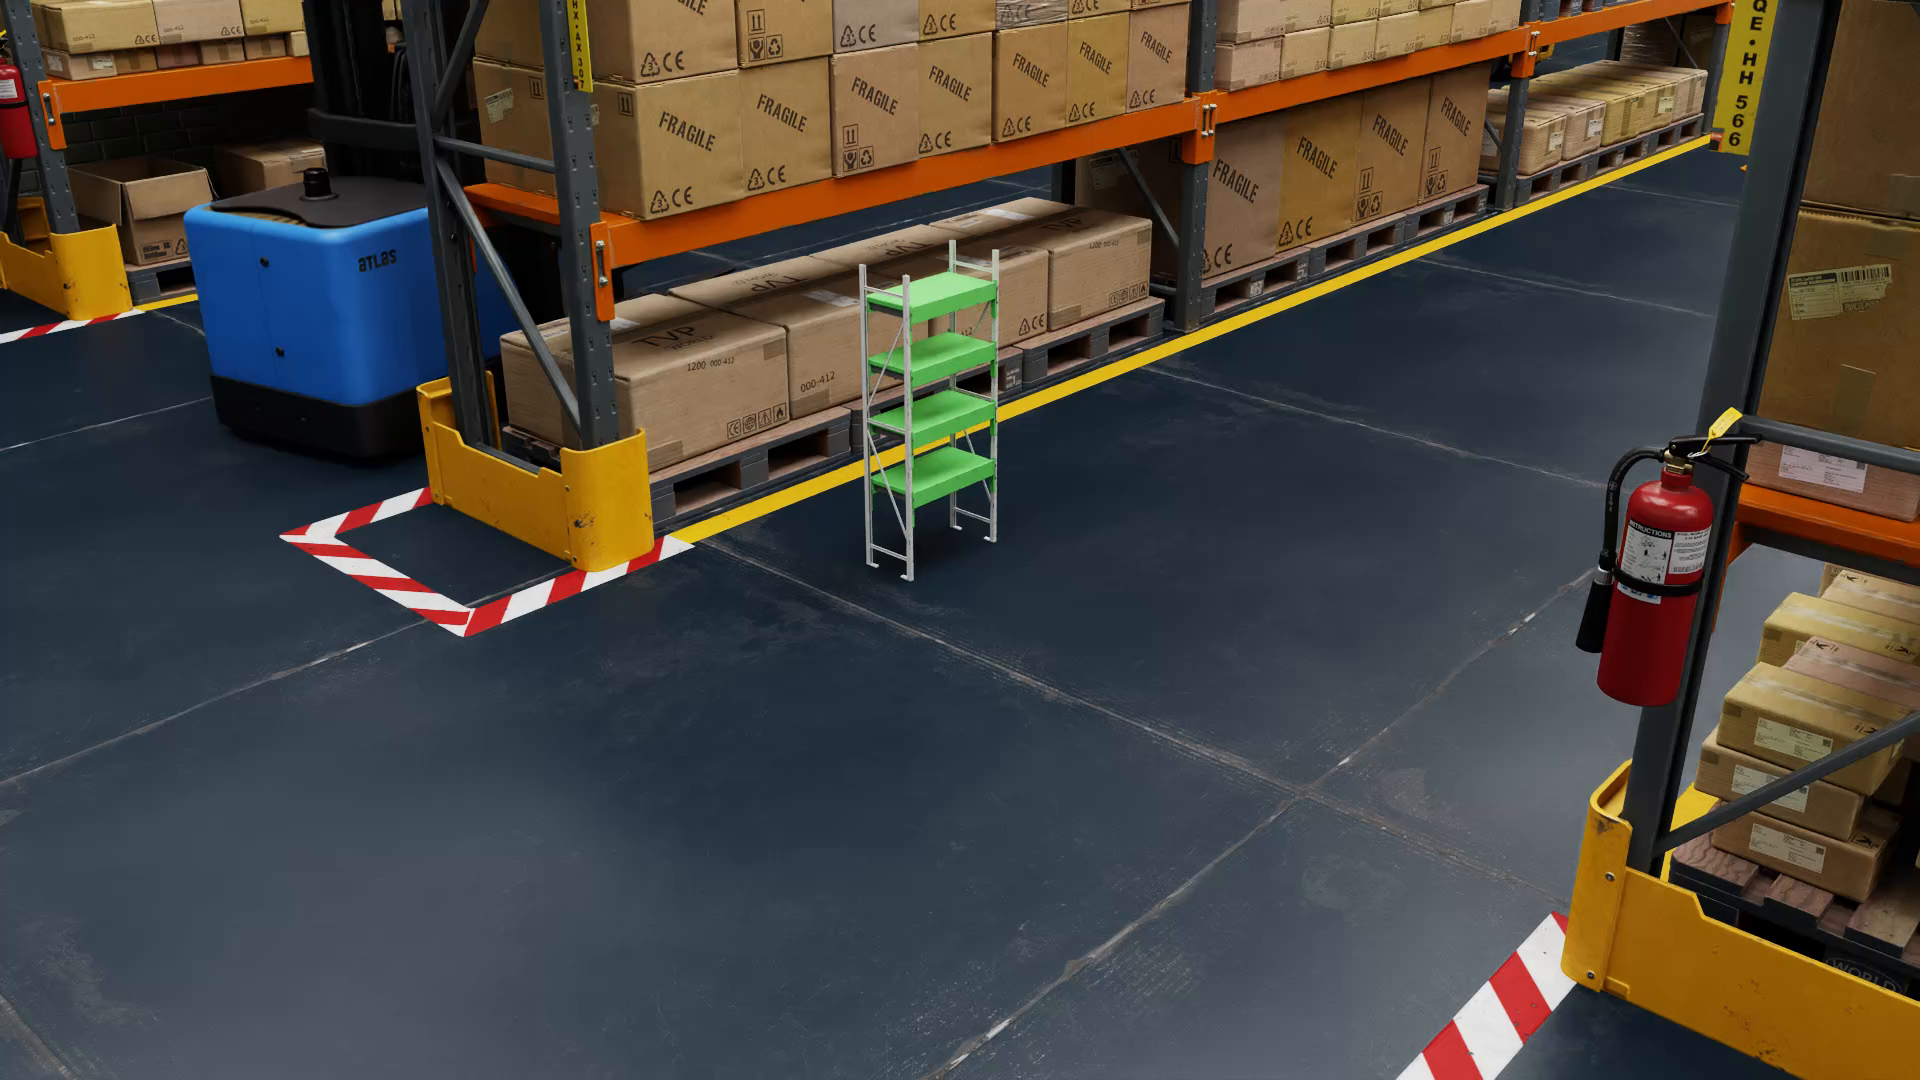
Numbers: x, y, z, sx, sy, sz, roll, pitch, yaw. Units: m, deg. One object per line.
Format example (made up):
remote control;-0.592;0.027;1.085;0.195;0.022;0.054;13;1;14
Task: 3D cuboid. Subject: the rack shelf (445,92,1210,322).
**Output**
rack shelf;-0.398;-1.731;7.824;1.077;0.370;4.000;20;31;38

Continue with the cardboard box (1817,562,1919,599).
cardboard box;2.832;0.145;5.005;0.380;0.149;0.250;22;32;39

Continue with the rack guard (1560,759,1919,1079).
rack guard;2.072;0.988;3.935;1.175;0.500;0.348;20;31;38

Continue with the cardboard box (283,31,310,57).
cardboard box;-4.111;-3.094;10.291;0.380;0.149;0.250;19;30;36

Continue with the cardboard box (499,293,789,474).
cardboard box;-1.367;-0.701;7.266;0.875;0.438;0.875;19;30;36

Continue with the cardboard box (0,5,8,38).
cardboard box;-5.322;-3.084;9.782;0.500;0.250;0.500;21;32;39

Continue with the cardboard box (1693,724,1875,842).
cardboard box;2.161;0.605;4.341;0.380;0.149;0.250;19;30;36

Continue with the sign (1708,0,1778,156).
sign;1.621;-0.960;3.422;0.100;0.325;0.005;20;31;38

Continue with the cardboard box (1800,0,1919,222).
cardboard box;2.141;-0.974;3.549;0.500;0.500;0.500;19;31;36

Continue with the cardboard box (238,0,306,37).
cardboard box;-4.256;-3.245;10.142;0.500;0.250;0.500;19;31;37

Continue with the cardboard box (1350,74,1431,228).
cardboard box;2.485;-2.651;11.081;0.875;0.875;0.875;21;31;38

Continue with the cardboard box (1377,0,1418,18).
cardboard box;2.460;-3.353;10.135;0.500;0.250;0.500;19;30;36

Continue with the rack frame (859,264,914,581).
rack frame;-0.273;-0.423;6.226;0.240;1.200;0.015;20;31;38

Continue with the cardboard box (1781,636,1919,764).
cardboard box;2.396;0.417;4.398;0.380;0.149;0.250;21;32;38

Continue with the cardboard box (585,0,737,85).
cardboard box;-1.200;-2.021;6.246;0.500;0.500;0.500;19;31;36

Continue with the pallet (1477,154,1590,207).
pallet;4.129;-2.853;12.855;1.003;0.211;1.213;20;31;38

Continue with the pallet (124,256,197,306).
pallet;-4.849;-1.798;10.503;1.003;0.211;1.213;20;31;38

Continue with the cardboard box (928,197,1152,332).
cardboard box;0.438;-1.529;9.113;0.875;0.438;0.875;20;31;37

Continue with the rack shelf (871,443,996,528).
rack shelf;-0.110;-0.220;6.516;0.258;0.148;0.480;20;31;38

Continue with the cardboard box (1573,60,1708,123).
cardboard box;5.928;-3.938;14.566;0.950;0.372;0.625;21;31;38

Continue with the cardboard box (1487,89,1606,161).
cardboard box;4.478;-3.277;13.090;0.950;0.372;0.625;19;31;37

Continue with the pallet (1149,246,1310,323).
pallet;1.396;-1.652;10.177;1.003;0.211;1.213;20;31;38

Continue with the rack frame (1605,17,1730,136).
rack frame;6.276;-5.106;14.472;1.000;3.000;0.127;20;31;38

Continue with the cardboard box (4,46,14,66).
cardboard box;-5.410;-2.864;9.778;0.380;0.149;0.250;20;31;37

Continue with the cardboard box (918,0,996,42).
cardboard box;-0.191;-2.491;7.295;0.500;0.500;0.500;20;31;38

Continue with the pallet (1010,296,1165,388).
pallet;0.371;-1.186;9.138;1.003;0.211;1.213;20;31;38

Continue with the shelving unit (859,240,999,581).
shelving unit;-0.110;-0.497;6.392;0.258;1.200;0.503;20;31;38

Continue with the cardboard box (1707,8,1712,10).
cardboard box;7.220;-4.658;15.403;0.500;0.500;0.500;22;32;40

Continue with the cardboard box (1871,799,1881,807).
cardboard box;2.313;0.657;4.591;0.380;0.149;0.250;21;32;39

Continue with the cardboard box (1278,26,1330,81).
cardboard box;1.771;-2.820;9.558;0.500;0.250;0.500;19;31;36

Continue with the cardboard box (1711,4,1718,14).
cardboard box;6.999;-4.809;14.948;0.380;0.149;0.250;21;31;38

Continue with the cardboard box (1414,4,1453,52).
cardboard box;2.785;-3.285;10.594;0.500;0.250;0.500;20;31;37

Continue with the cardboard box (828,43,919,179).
cardboard box;-0.529;-1.875;7.144;0.500;0.500;0.500;20;31;37

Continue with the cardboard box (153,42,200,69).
cardboard box;-4.723;-2.895;9.847;0.380;0.149;0.250;20;31;37

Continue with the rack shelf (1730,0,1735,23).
rack shelf;7.611;-5.387;15.978;1.077;0.370;4.000;20;31;38

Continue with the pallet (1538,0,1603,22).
pallet;4.003;-4.046;12.343;1.213;0.211;1.003;20;31;38

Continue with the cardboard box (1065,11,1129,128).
cardboard box;0.479;-2.345;8.192;0.500;0.500;0.500;19;31;36

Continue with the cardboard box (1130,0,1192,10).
cardboard box;0.828;-2.952;8.322;0.500;0.500;0.500;20;31;37

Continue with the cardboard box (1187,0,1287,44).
cardboard box;1.441;-2.886;9.092;0.500;0.250;0.500;19;30;36

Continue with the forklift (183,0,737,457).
forklift;-2.341;-2.270;8.229;1.130;2.935;3.031;13;27;26

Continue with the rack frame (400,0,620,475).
rack frame;-1.733;-1.450;6.318;1.000;3.000;0.127;20;31;38

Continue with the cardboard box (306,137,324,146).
cardboard box;-3.926;-2.399;10.977;0.500;0.500;0.500;21;31;38
